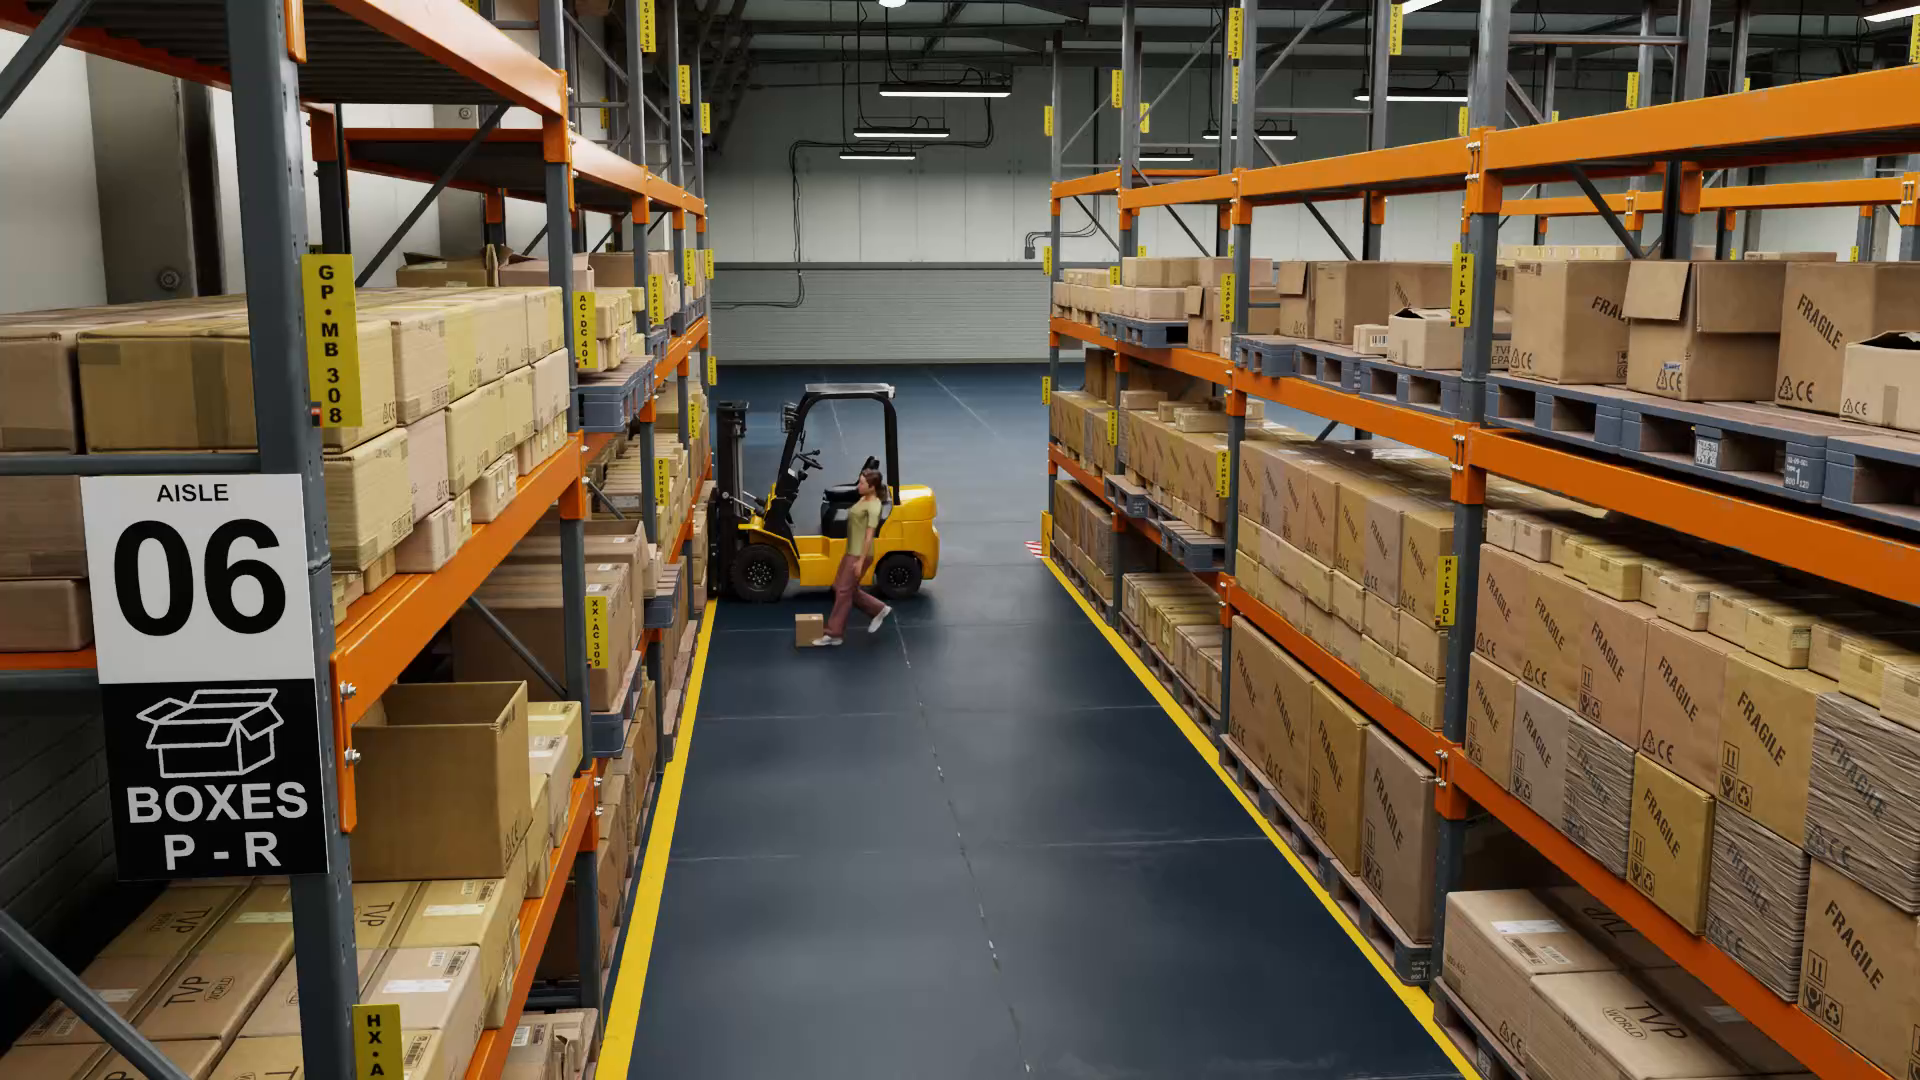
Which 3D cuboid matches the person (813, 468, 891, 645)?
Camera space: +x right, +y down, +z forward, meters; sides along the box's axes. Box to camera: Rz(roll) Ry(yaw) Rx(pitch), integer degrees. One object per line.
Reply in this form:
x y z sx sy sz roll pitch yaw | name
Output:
-1.007 0.145 15.220 0.775 1.623 0.490 -3 10 -14 | person
